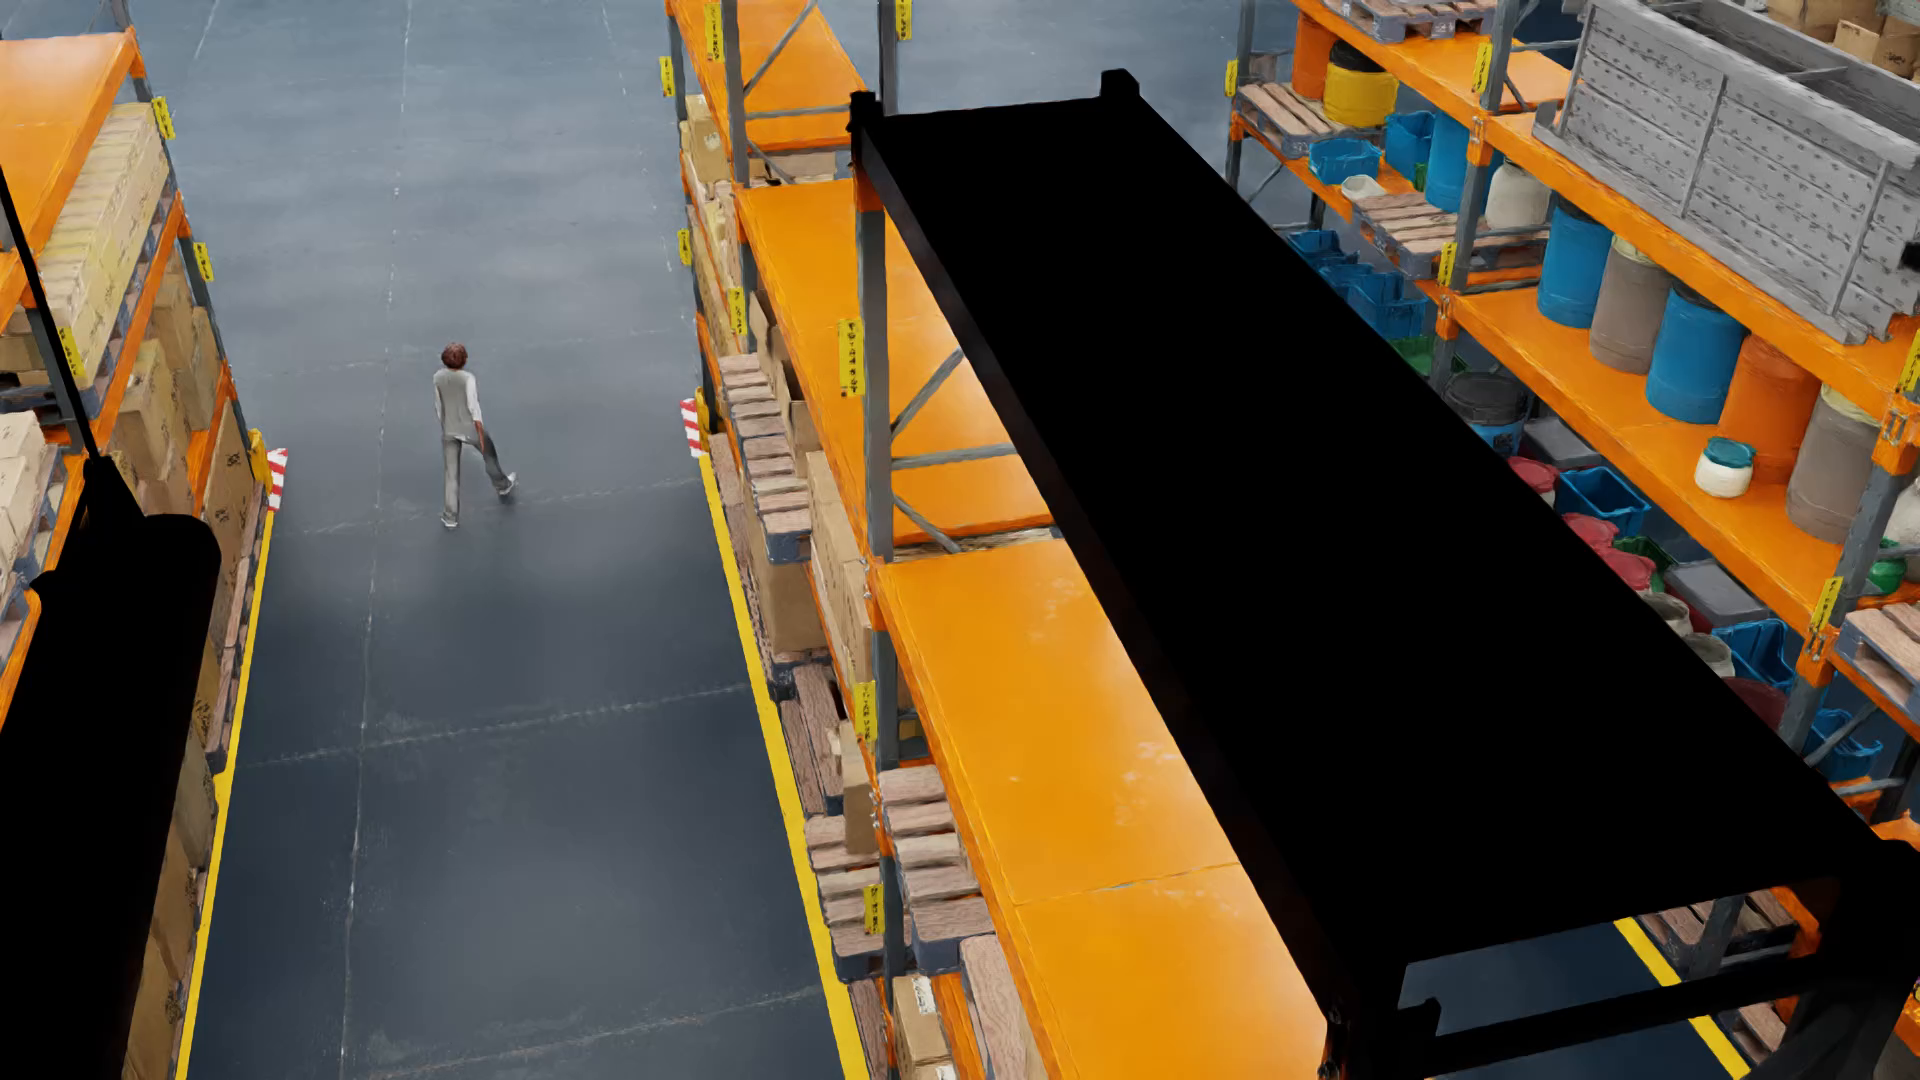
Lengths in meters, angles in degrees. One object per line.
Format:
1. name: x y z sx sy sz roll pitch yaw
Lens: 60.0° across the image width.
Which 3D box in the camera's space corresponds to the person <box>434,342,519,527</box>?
1. person: -4.207 -0.943 14.102 0.458 1.543 0.884 6 35 9
